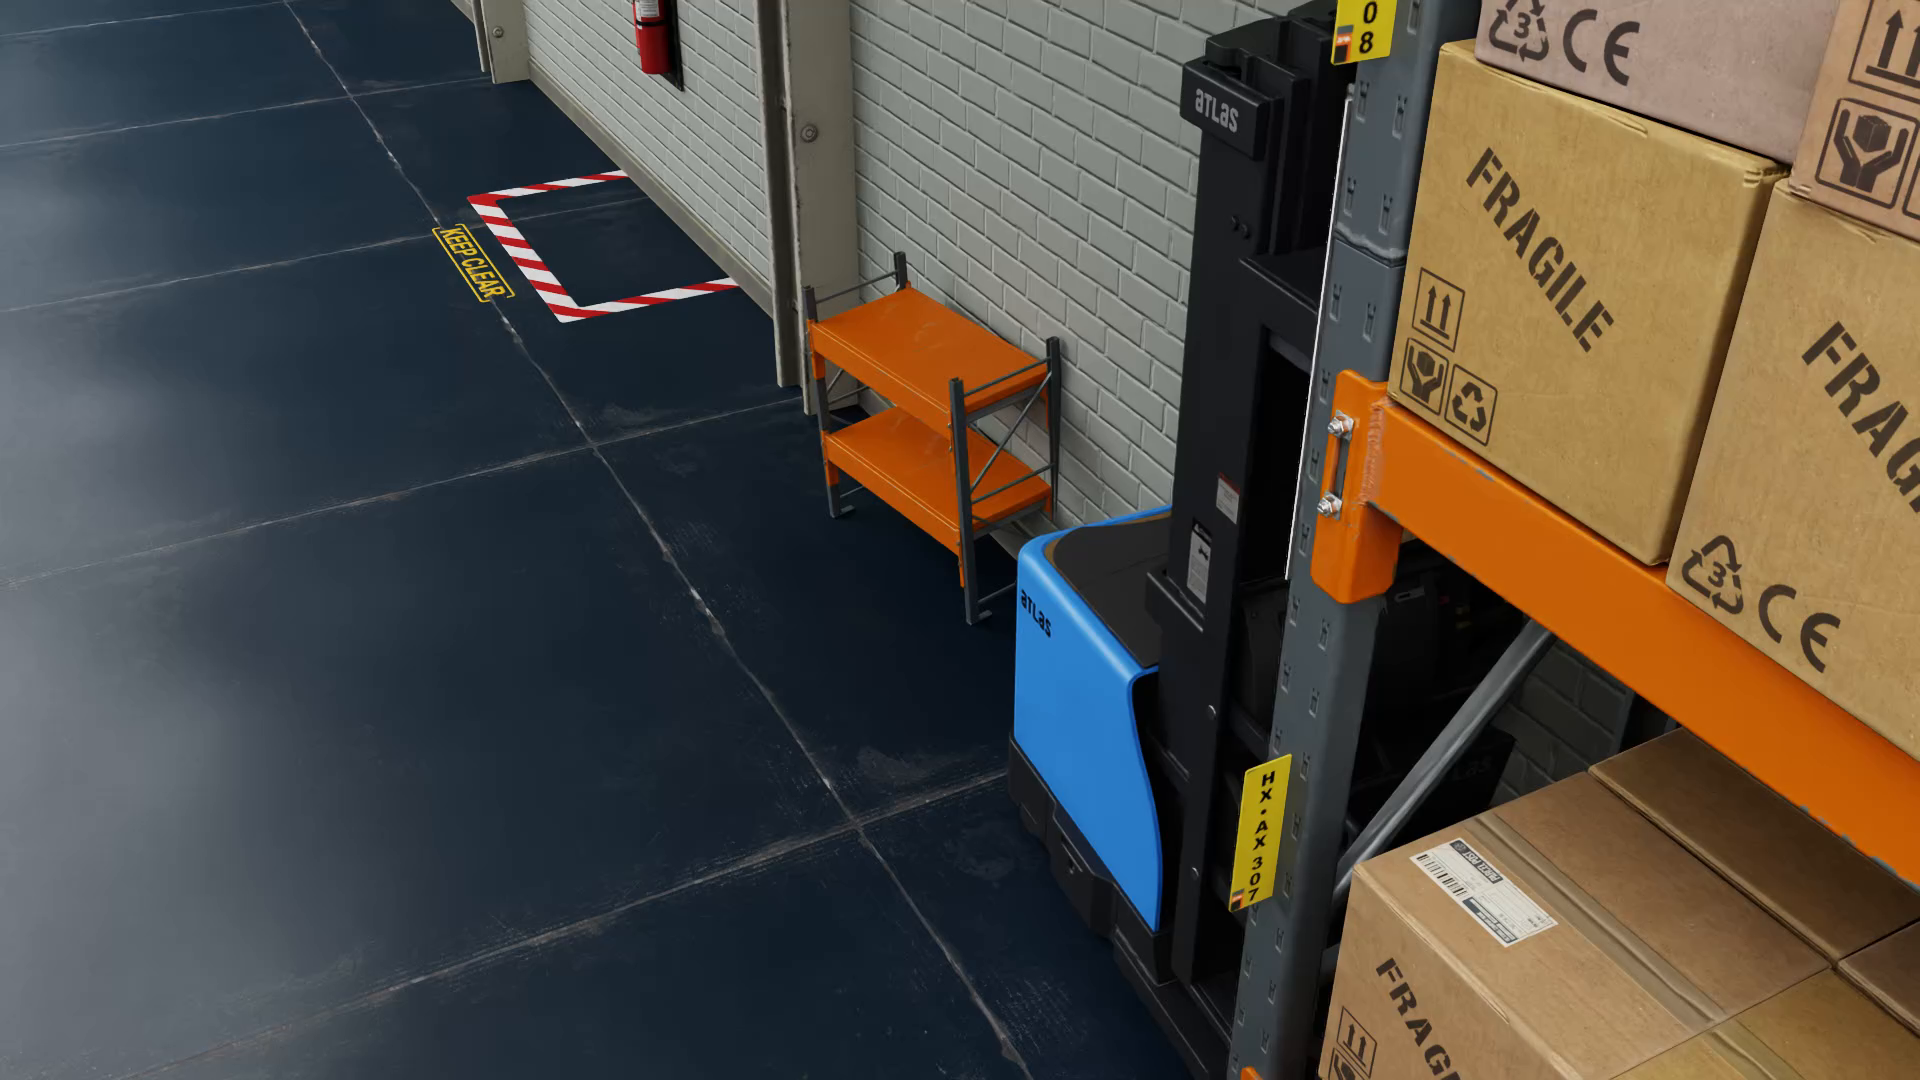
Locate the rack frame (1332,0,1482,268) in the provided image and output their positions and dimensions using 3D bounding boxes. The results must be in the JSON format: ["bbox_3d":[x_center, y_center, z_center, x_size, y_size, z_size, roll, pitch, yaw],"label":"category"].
[{"bbox_3d":[1.000,-1.789,1.701,1.000,3.000,0.127,-16,36,-23],"label":"rack frame"}]

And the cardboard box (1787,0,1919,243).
[{"bbox_3d":[1.154,-0.501,1.432,0.500,0.500,0.500,-16,36,-24],"label":"cardboard box"}]

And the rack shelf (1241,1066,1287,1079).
[{"bbox_3d":[1.932,1.994,2.023,1.077,0.370,4.000,-16,36,-23],"label":"rack shelf"}]

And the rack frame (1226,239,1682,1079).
[{"bbox_3d":[1.000,0.737,3.319,1.000,3.000,0.127,-16,36,-23],"label":"rack frame"}]

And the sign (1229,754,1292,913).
[{"bbox_3d":[0.520,0.509,2.872,0.100,0.325,0.005,-16,36,-23],"label":"sign"}]

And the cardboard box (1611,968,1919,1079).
[{"bbox_3d":[1.178,1.018,2.306,0.500,0.500,0.500,-16,36,-23],"label":"cardboard box"}]

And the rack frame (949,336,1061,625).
[{"bbox_3d":[0.202,-0.215,6.511,0.500,1.125,0.032,-26,41,-27],"label":"rack frame"}]

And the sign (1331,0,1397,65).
[{"bbox_3d":[0.520,-0.758,2.061,0.100,0.325,0.005,-16,36,-23],"label":"sign"}]

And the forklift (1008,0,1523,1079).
[{"bbox_3d":[1.219,0.293,4.075,1.130,2.935,3.031,-13,35,-20],"label":"forklift"}]

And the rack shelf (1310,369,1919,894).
[{"bbox_3d":[1.932,0.731,1.214,1.077,0.370,4.000,-16,36,-23],"label":"rack shelf"}]

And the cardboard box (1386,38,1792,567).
[{"bbox_3d":[0.935,-0.354,2.130,0.500,0.500,0.500,-15,36,-22],"label":"cardboard box"}]

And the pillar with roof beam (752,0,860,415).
[{"bbox_3d":[-4.514,-3.453,4.298,9.100,9.000,0.400,-16,36,-23],"label":"pillar with roof beam"}]

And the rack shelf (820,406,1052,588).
[{"bbox_3d":[-0.086,-0.237,6.996,0.538,0.278,1.000,-26,41,-27],"label":"rack shelf"}]

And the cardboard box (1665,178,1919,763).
[{"bbox_3d":[1.154,-0.089,1.716,0.500,0.500,0.500,-13,35,-20],"label":"cardboard box"}]

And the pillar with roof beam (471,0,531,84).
[{"bbox_3d":[-7.312,-6.317,8.767,9.100,9.000,0.400,-16,36,-23],"label":"pillar with roof beam"}]

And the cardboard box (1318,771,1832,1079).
[{"bbox_3d":[0.957,0.779,2.678,0.500,0.500,0.500,-16,36,-23],"label":"cardboard box"}]

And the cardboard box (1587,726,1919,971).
[{"bbox_3d":[1.408,0.647,2.884,0.500,0.500,0.500,-16,36,-24],"label":"cardboard box"}]

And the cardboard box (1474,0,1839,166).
[{"bbox_3d":[0.965,-0.753,1.826,0.500,0.500,0.500,-19,37,-26],"label":"cardboard box"}]

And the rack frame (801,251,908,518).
[{"bbox_3d":[-0.404,-0.657,7.198,0.500,1.125,0.032,-26,41,-27],"label":"rack frame"}]

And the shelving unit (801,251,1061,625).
[{"bbox_3d":[-0.101,-0.436,6.855,0.538,1.125,1.048,-26,41,-27],"label":"shelving unit"}]

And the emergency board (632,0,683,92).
[{"bbox_3d":[-1.824,-3.199,9.462,0.194,1.169,0.643,-16,36,-23],"label":"emergency board"}]

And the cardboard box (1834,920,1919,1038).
[{"bbox_3d":[1.634,0.890,2.505,0.500,0.500,0.500,-15,36,-22],"label":"cardboard box"}]

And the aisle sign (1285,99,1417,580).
[{"bbox_3d":[0.701,-0.317,2.554,0.394,0.787,0.004,-16,36,-23],"label":"aisle sign"}]

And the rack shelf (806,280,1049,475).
[{"bbox_3d":[-0.119,-0.675,6.686,0.538,0.278,1.000,-26,41,-27],"label":"rack shelf"}]
